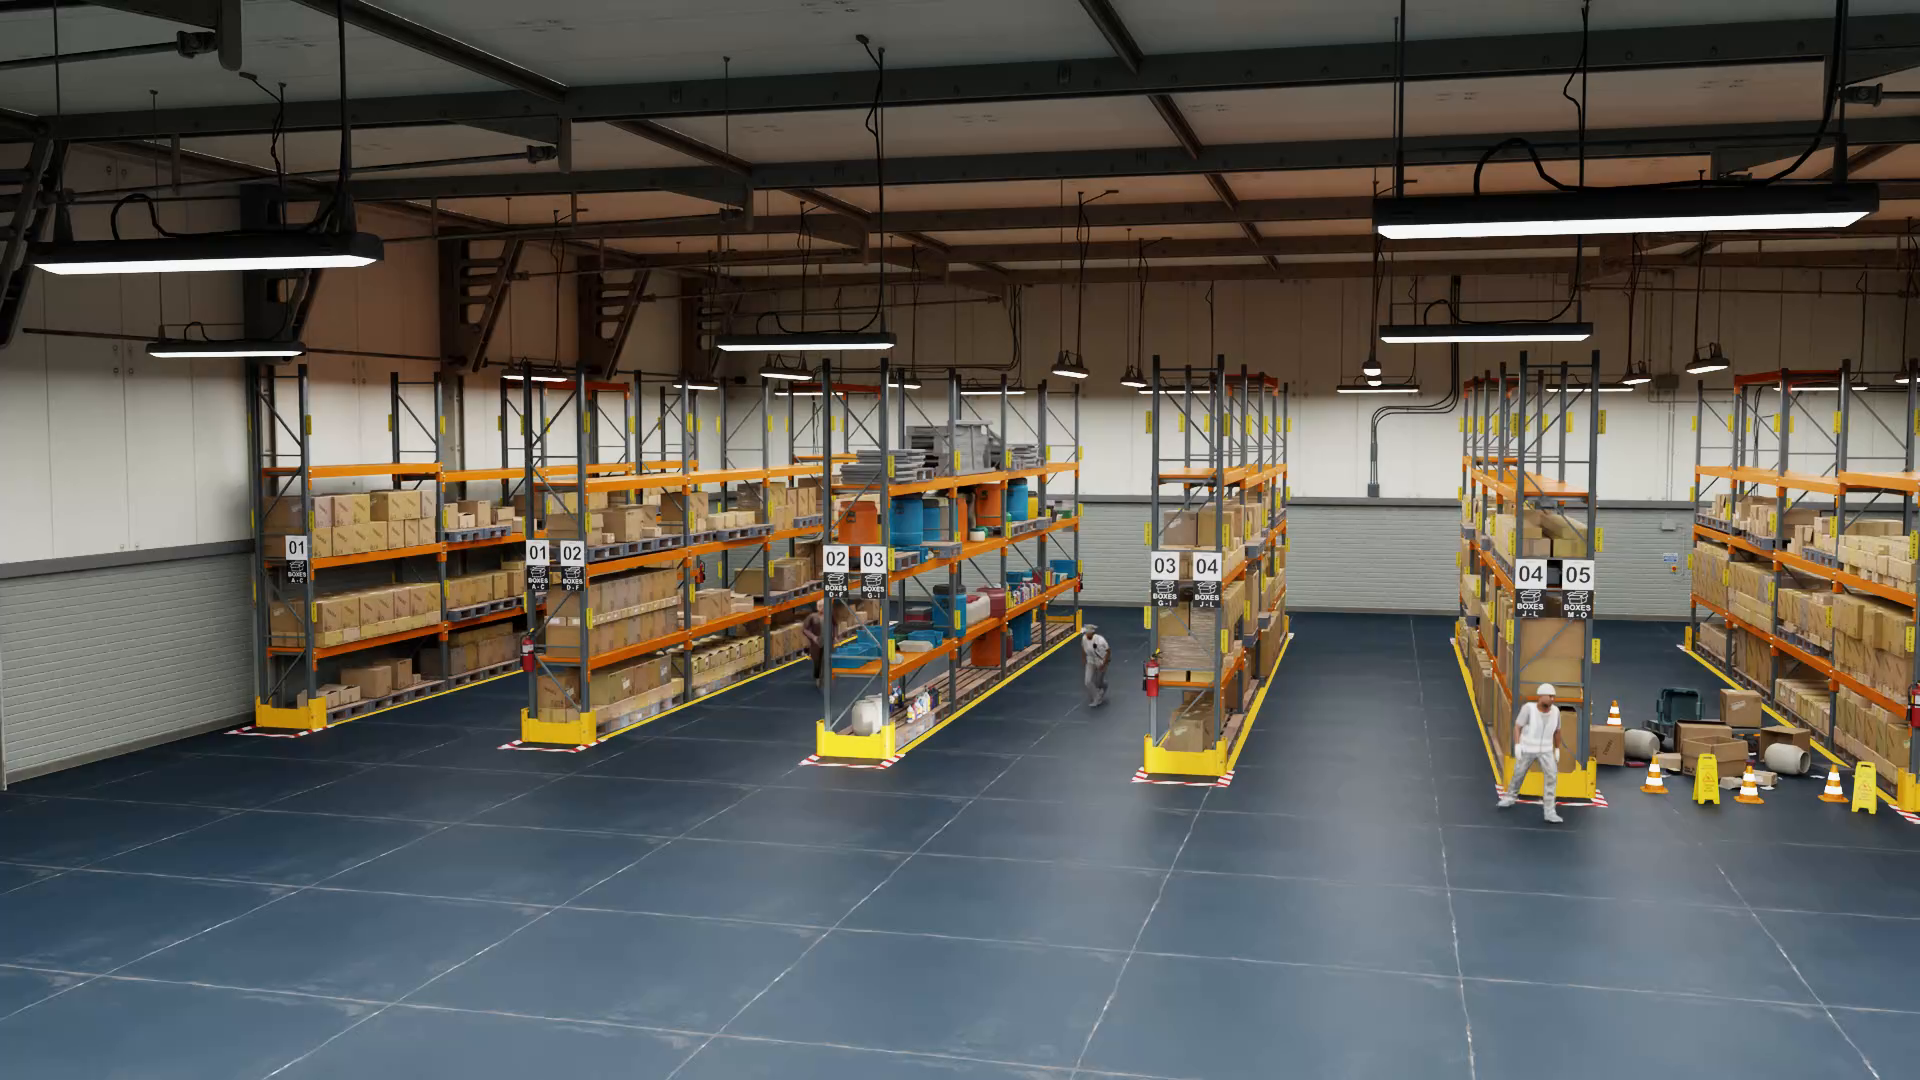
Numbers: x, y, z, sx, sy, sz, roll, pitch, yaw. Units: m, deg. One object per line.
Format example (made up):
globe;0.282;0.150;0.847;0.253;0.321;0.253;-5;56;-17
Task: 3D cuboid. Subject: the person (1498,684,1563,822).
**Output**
person;7.338;2.649;21.223;0.704;1.672;0.975;0;4;-5

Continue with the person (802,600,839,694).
person;-2.627;1.980;31.301;0.700;1.741;0.923;-1;4;-8

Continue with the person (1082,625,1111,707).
person;2.469;2.221;29.752;0.570;1.490;0.969;2;4;27
